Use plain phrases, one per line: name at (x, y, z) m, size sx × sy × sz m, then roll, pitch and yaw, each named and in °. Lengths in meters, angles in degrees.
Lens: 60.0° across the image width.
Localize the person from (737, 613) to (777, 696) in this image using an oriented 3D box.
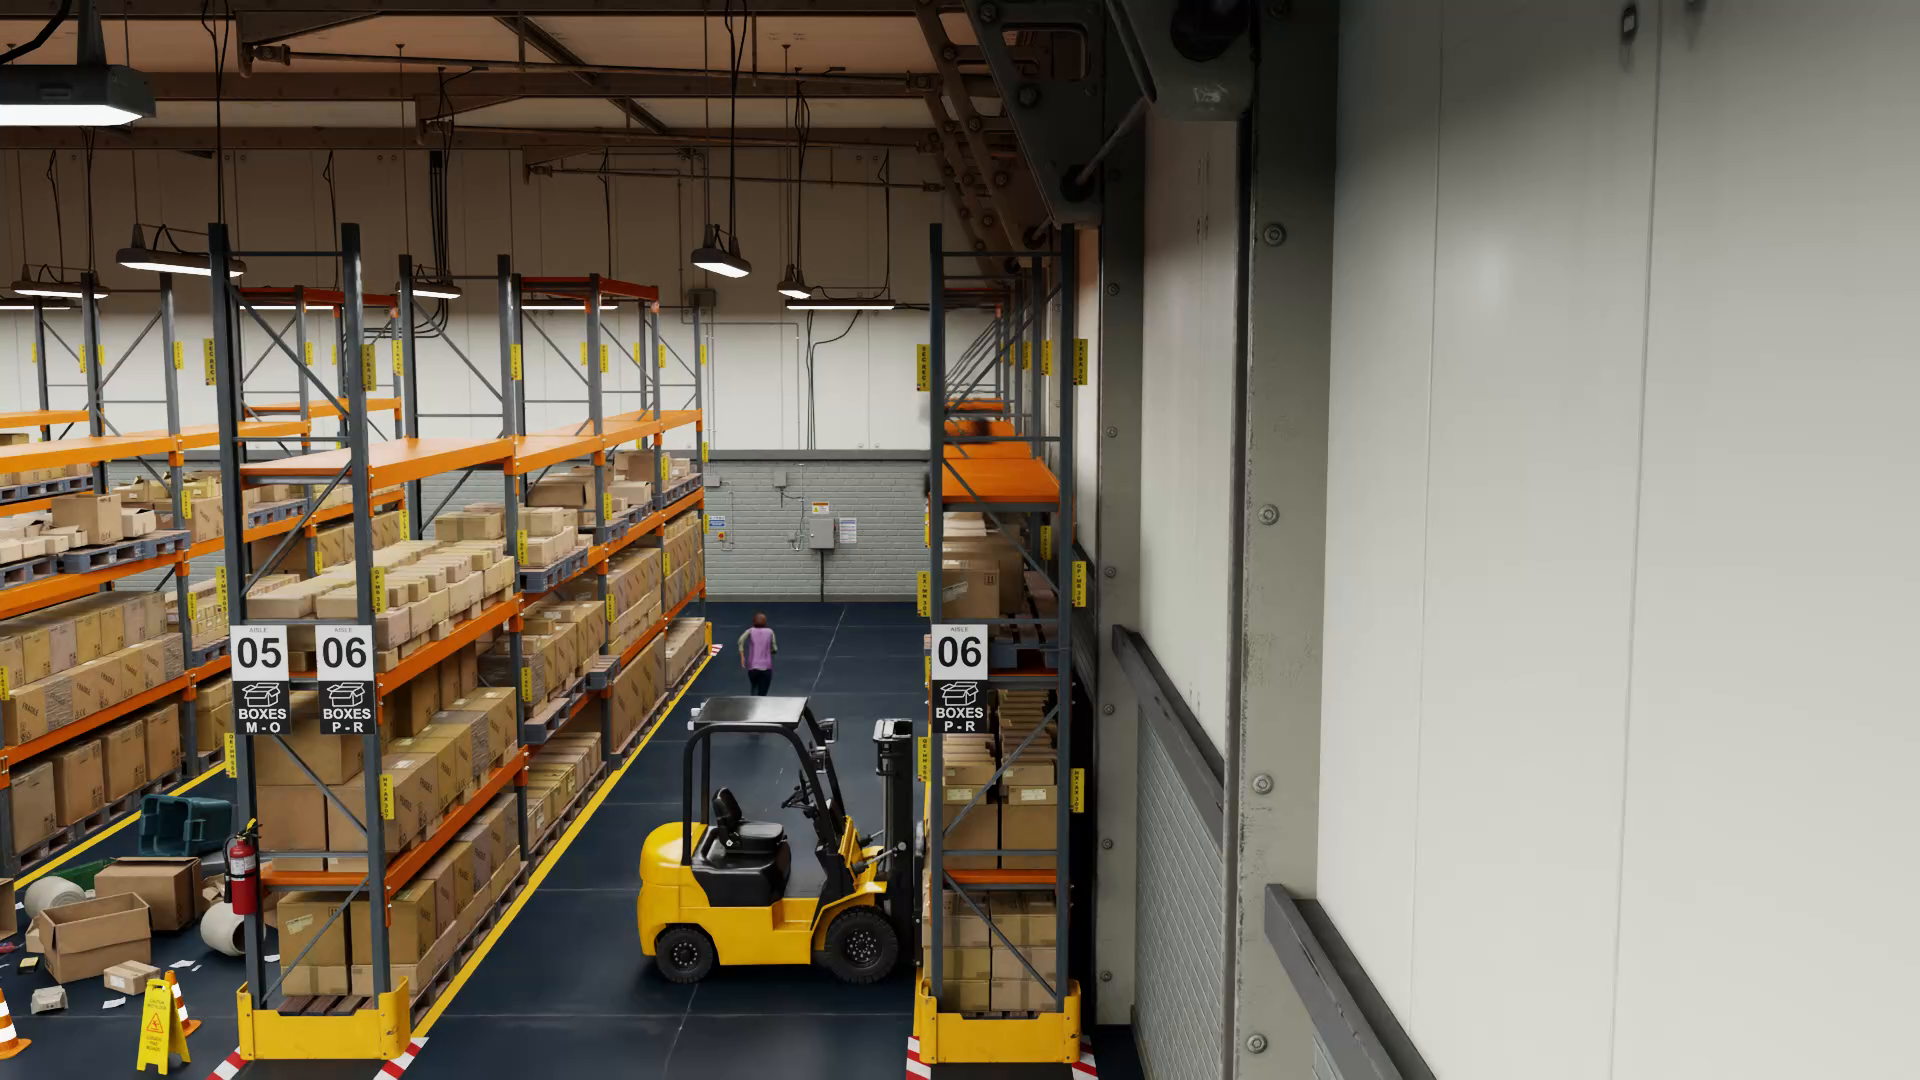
person at (-2.755, 1.765, 22.693) m, size 0.516 × 1.533 × 0.704 m, roll 0°, pitch 7°, yaw -2°
